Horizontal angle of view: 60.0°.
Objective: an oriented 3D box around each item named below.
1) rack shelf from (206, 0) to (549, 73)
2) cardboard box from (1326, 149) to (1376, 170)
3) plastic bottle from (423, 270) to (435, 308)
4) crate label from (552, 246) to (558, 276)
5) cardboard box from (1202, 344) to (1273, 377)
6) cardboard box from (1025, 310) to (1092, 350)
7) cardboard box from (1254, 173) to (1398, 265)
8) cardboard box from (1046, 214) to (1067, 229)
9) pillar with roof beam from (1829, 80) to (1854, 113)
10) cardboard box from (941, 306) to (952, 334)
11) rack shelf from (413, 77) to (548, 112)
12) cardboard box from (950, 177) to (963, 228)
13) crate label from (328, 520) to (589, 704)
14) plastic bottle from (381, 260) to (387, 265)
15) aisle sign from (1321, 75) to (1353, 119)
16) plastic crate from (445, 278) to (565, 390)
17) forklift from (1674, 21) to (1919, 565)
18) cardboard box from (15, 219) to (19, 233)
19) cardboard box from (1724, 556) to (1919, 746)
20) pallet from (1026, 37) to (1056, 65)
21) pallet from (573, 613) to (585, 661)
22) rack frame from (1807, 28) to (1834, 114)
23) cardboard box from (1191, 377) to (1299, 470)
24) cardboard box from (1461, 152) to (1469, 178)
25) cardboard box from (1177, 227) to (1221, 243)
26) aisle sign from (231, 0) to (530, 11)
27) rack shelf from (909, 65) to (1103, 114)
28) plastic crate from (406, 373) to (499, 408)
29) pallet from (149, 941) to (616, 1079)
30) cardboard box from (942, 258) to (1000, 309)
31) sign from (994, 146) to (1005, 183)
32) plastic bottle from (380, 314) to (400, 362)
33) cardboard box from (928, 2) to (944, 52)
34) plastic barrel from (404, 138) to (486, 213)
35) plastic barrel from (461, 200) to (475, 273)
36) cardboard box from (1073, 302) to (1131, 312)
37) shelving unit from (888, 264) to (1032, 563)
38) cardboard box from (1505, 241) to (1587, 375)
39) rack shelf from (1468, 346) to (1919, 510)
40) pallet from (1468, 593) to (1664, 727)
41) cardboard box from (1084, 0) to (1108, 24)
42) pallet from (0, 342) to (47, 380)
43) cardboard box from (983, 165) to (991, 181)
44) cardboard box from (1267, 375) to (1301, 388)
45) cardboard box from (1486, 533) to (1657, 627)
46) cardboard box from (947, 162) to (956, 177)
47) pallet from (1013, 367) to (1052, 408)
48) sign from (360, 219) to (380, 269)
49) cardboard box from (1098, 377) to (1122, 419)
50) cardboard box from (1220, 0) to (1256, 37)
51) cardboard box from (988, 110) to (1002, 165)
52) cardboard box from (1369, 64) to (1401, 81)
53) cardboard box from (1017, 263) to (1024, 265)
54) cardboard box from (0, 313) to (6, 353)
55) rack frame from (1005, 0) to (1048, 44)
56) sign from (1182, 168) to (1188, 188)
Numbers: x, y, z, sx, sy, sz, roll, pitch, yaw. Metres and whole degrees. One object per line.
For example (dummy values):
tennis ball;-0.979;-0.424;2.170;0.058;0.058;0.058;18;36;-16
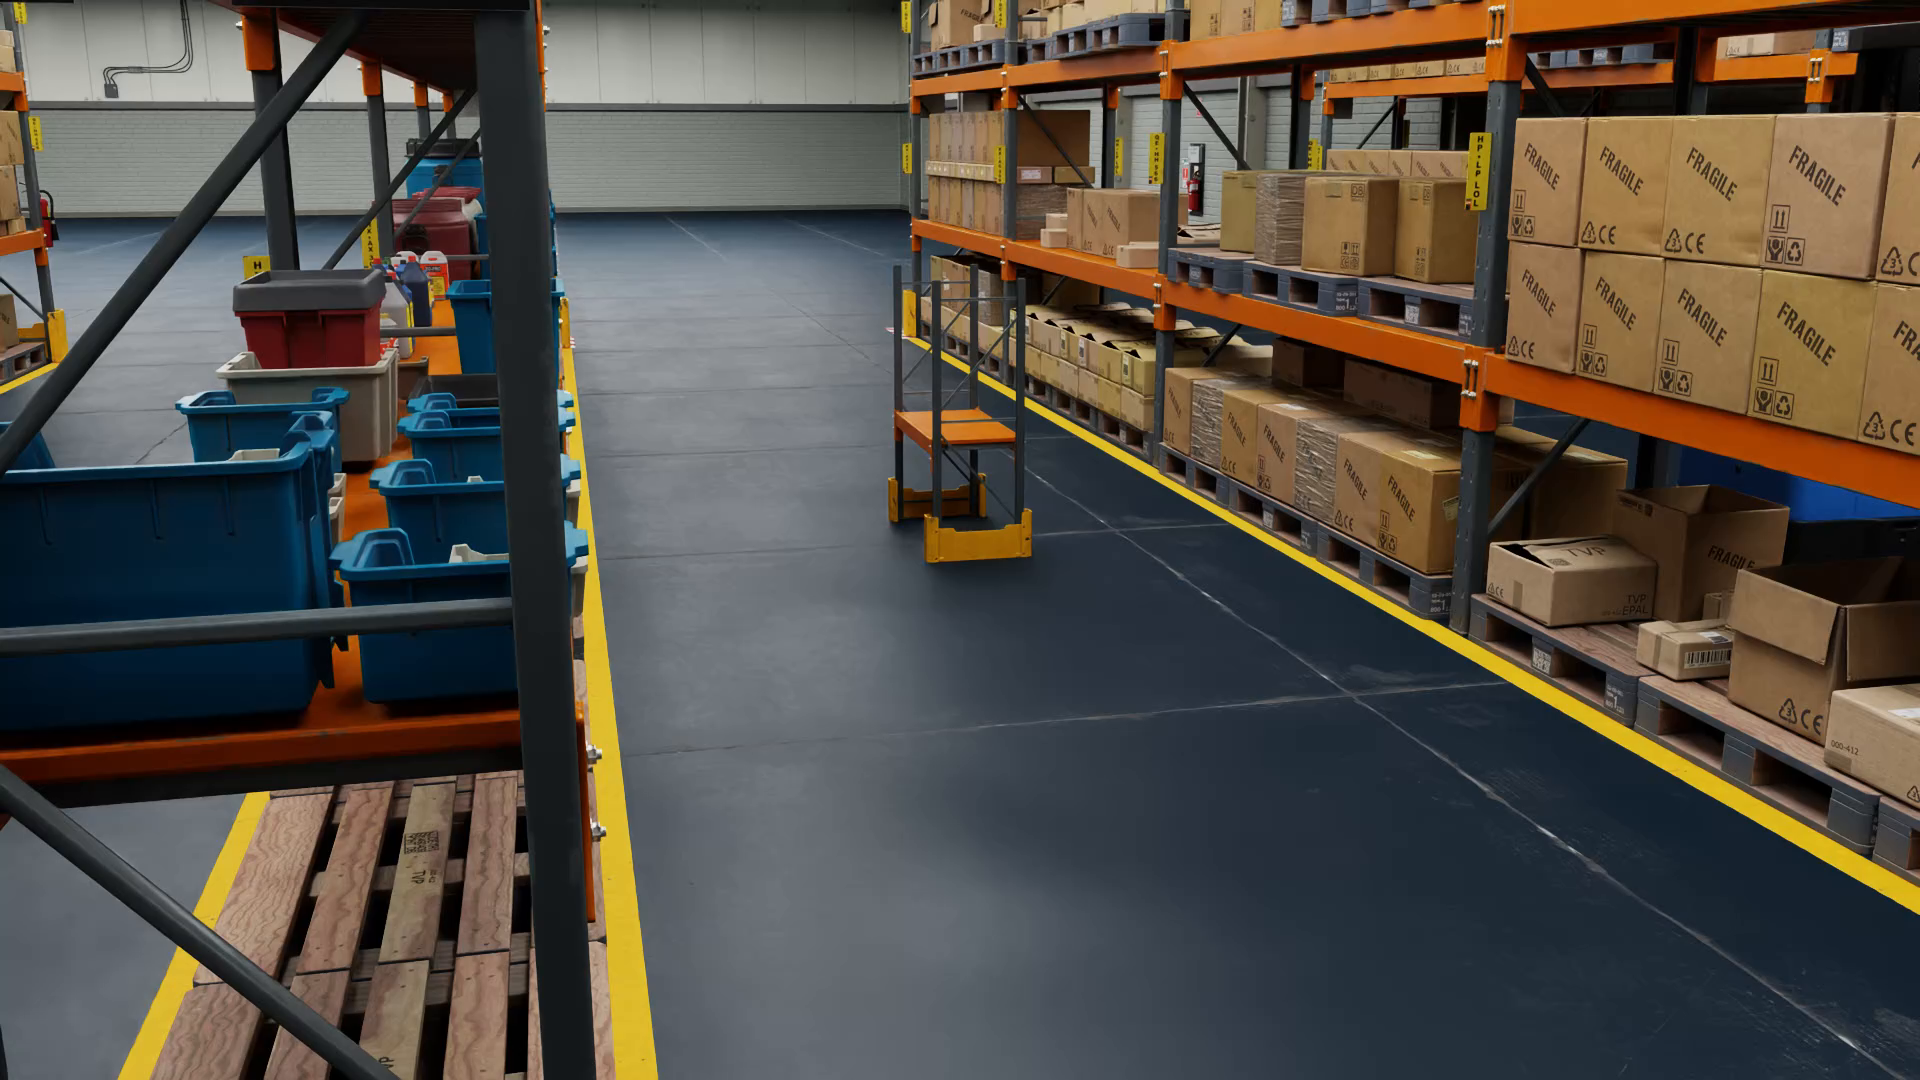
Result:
rack shelf;-1.575;-1.427;4.143;1.077;0.370;4.000;-3;14;-13
cardboard box;4.587;-4.275;19.300;0.500;0.500;0.500;-3;14;-13
plastic bottle;-2.972;-1.394;9.229;0.097;0.201;0.097;0;14;0
crate label;-2.719;-1.740;10.582;0.303;0.233;0.416;-3;14;-13
cardboard box;1.994;-1.256;11.977;0.500;0.311;0.500;-3;14;-11
cardboard box;0.859;-1.817;14.271;0.500;0.311;0.500;-3;14;-14
cardboard box;2.118;-1.871;9.668;0.700;0.500;0.500;-1;14;-3
cardboard box;1.050;-2.717;14.545;0.500;0.250;0.500;-2;14;-10
pillar with roof beam;2.996;-5.278;12.070;9.100;9.000;0.400;-3;14;-13
cardboard box;0.100;-2.326;17.535;0.500;0.250;0.500;-3;14;-13
rack shelf;-4.394;-4.195;15.474;1.077;0.370;4.000;-3;14;-13
cardboard box;0.288;-3.529;17.339;0.700;0.500;0.500;-3;14;-13
crate label;-0.844;0.119;2.846;0.416;0.233;0.303;-3;14;-13
plastic bottle;-3.047;-1.335;8.819;0.061;0.283;0.133;-3;14;-13
aisle sign;4.458;-5.364;19.584;0.394;0.787;0.004;-3;14;-13
plastic crate;-1.604;-0.713;5.934;0.392;0.384;0.575;-3;14;-13
forklift;5.609;-1.403;8.993;3.031;2.935;1.130;-3;14;-12
cardboard box;-9.352;-3.039;16.074;0.380;0.149;0.250;-3;14;-13
cardboard box;3.217;0.376;5.900;0.797;0.503;0.637;-3;14;-13
pallet;1.111;-4.063;13.819;0.805;0.209;1.217;-4;14;-15
pallet;-2.186;0.394;7.371;1.003;0.211;1.213;-3;14;-13
rack frame;6.645;-2.256;12.339;1.000;3.000;0.127;-3;14;-13
cardboard box;1.789;-0.737;10.462;0.500;0.500;0.500;-4;14;-15
cardboard box;5.294;-3.571;16.418;0.500;0.500;0.500;-3;14;-13
cardboard box;1.788;-2.022;11.569;0.500;0.311;0.500;-2;14;-10
aisle sign;-0.800;-1.121;2.216;0.394;0.787;0.004;-3;14;-13
rack shelf;0.422;-4.470;16.600;1.077;0.370;4.000;-3;14;-13
plastic crate;-1.521;-0.433;5.332;0.437;0.125;0.590;-3;14;-13
pallet;-1.262;1.304;3.643;1.003;0.211;1.213;-3;14;-13
cardboard box;0.111;-2.691;17.449;0.500;0.500;0.500;-3;14;-13
sign;0.353;-3.329;14.742;0.100;0.325;0.005;-3;14;-13
plastic bottle;-2.421;-0.853;7.015;0.097;0.201;0.097;0;14;0
cardboard box;0.083;-5.471;17.781;0.797;0.503;0.637;-2;14;-9
plastic barrel;-4.128;-2.764;13.362;0.600;0.901;0.708;-3;14;-13
plastic barrel;-3.434;-1.983;10.988;0.421;0.512;0.421;0;14;0
cardboard box;1.265;-1.965;14.875;0.500;0.311;0.500;-3;14;-13
shelving unit;-0.018;-0.746;9.321;0.587;1.500;1.083;-3;14;-13
cardboard box;2.625;-0.972;6.873;0.500;0.500;0.500;-3;14;-12
rack shelf;3.240;-0.245;5.625;1.077;0.370;4.000;-3;14;-13
pallet;2.931;0.457;7.111;1.003;0.211;1.213;-3;14;-13
cardboard box;1.281;-4.045;12.775;0.500;0.250;0.500;-5;14;-18
pallet;-9.504;-1.711;15.987;1.003;0.211;1.213;-3;14;-13
cardboard box;0.437;-3.494;15.830;0.380;0.149;0.250;-3;14;-13
cardboard box;2.279;-0.775;10.620;0.500;0.500;0.500;-3;14;-11
cardboard box;2.659;0.146;7.250;0.500;0.311;0.500;-3;14;-13
cardboard box;0.079;-3.847;17.276;0.380;0.149;0.250;-4;14;-15
pallet;1.103;-1.379;14.627;1.003;0.211;1.213;-3;14;-13
sign;-3.518;-1.750;9.927;0.100;0.325;0.005;-3;14;-13
cardboard box;1.346;-1.073;12.409;0.500;0.250;0.500;-3;14;-14
cardboard box;2.086;-3.268;9.952;0.910;0.500;0.500;-3;14;-13
cardboard box;0.661;-3.799;15.711;0.700;0.500;0.500;-3;14;-13
cardboard box;4.819;-5.280;18.145;0.500;0.500;0.500;-3;14;-11
cardboard box;0.733;-2.604;17.095;0.500;0.500;0.500;-3;14;-13
cardboard box;-9.374;-1.982;15.600;0.500;0.500;0.500;0;14;2
rack frame;0.892;-5.816;14.270;1.000;3.000;0.127;-3;14;-13
sign;3.790;-6.095;27.979;0.001;0.329;0.234;-3;14;-13
